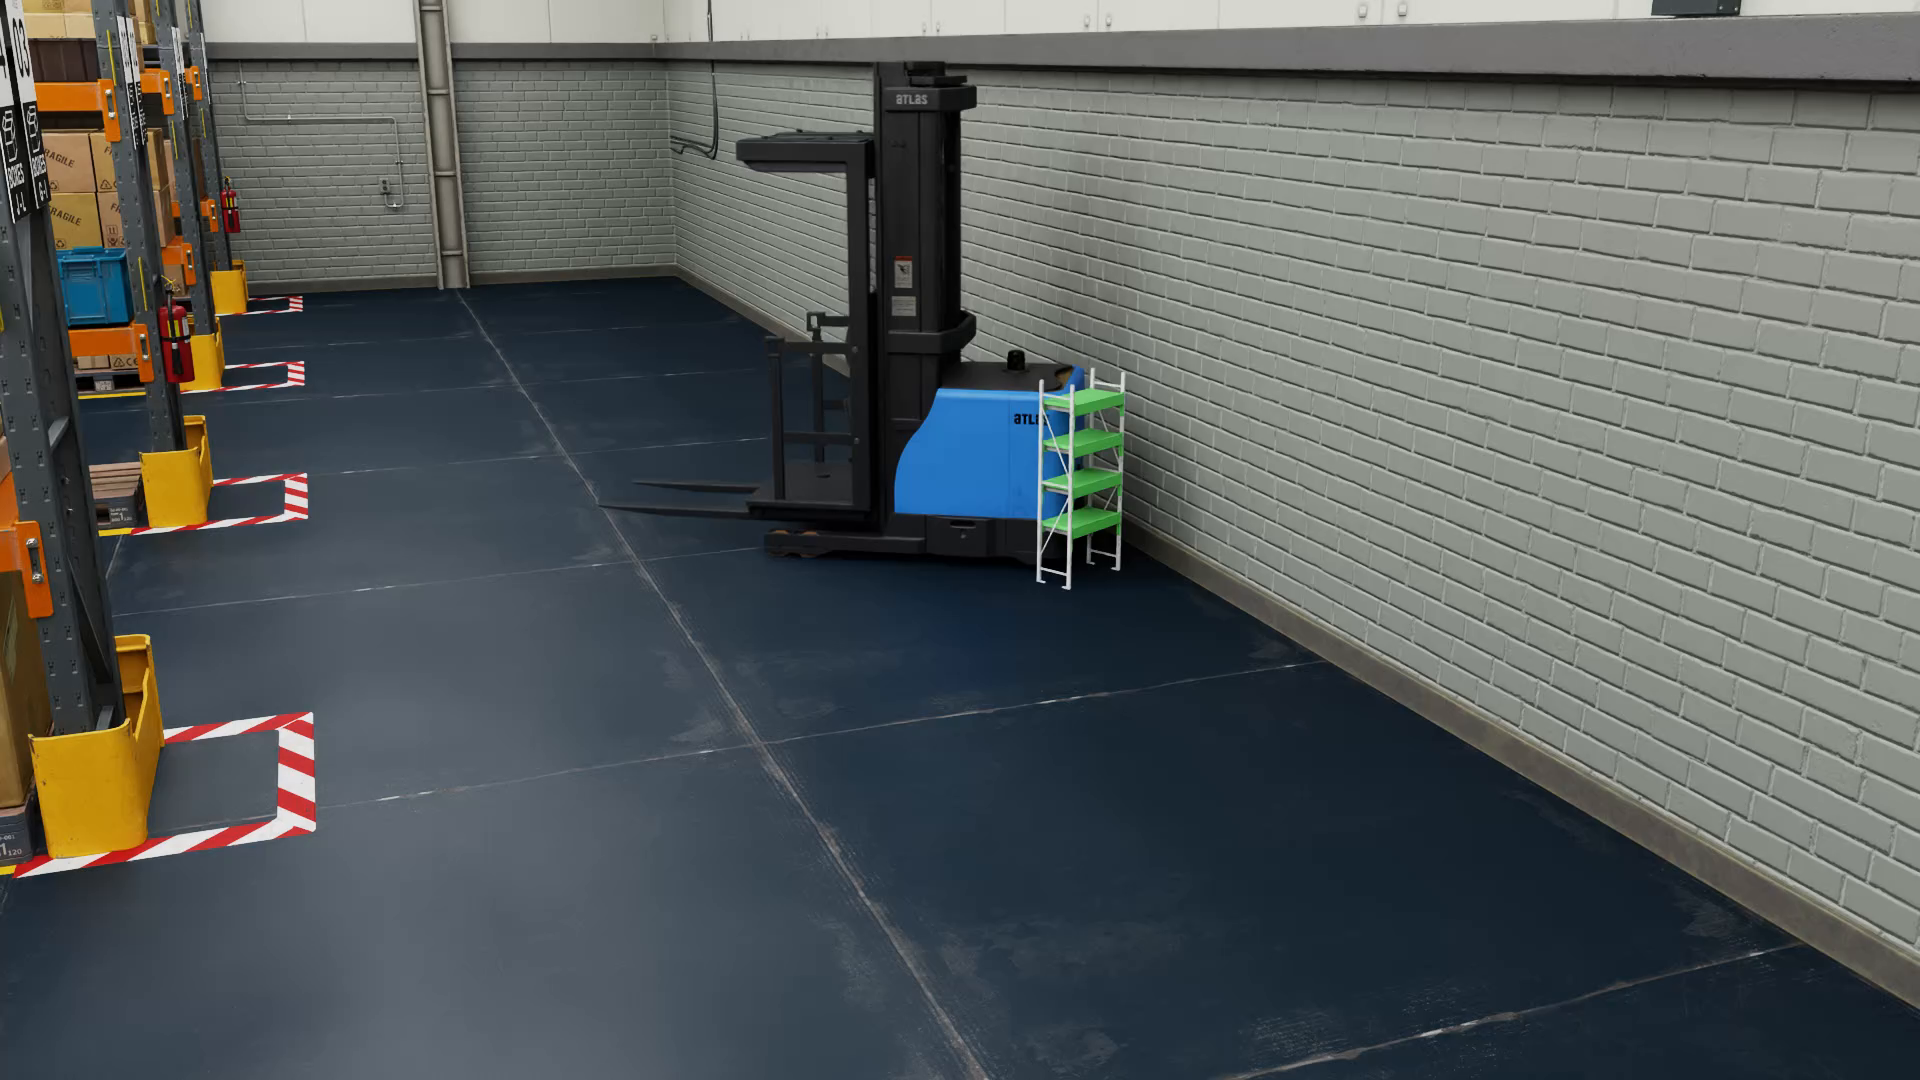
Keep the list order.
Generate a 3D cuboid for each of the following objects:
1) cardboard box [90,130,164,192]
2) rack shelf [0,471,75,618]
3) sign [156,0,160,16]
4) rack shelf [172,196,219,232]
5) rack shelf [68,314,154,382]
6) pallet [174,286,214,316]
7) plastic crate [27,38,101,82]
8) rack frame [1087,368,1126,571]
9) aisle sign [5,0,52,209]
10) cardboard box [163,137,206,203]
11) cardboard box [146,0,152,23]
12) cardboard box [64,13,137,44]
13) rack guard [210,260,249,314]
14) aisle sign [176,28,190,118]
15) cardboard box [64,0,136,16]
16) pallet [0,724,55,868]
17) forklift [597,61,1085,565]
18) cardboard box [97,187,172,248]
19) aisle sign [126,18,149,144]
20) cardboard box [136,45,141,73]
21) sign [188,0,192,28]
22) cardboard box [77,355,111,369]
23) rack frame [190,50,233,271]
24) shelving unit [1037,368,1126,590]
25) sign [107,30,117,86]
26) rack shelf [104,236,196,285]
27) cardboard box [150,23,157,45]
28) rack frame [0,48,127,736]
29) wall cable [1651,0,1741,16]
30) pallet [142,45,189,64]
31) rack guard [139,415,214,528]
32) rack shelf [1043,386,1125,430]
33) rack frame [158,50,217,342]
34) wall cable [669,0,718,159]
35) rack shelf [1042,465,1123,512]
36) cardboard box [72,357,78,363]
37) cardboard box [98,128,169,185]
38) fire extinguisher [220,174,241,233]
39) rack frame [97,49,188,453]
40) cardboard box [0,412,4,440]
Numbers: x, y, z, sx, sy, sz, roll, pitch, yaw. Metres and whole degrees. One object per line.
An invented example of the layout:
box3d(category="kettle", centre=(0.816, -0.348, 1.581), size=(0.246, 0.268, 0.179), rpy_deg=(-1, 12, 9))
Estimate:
box3d(category="cardboard box", centre=(-7.440, -3.389, 14.864), size=(0.500, 0.500, 0.500), rpy_deg=(-6, 18, -21))
box3d(category="rack shelf", centre=(-5.449, 0.175, 5.956), size=(4.000, 0.370, 1.077), rpy_deg=(-6, 17, -20))
box3d(category="sign", centre=(-6.943, -4.695, 14.367), size=(0.005, 0.325, 0.100), rpy_deg=(-6, 17, -20))
box3d(category="rack shelf", centre=(-10.767, -3.735, 19.270), size=(4.000, 0.370, 1.077), rpy_deg=(-6, 17, -20))
box3d(category="rack shelf", centre=(-7.222, -1.128, 10.394), size=(4.000, 0.370, 1.077), rpy_deg=(-6, 17, -20))
box3d(category="pallet", centre=(-9.618, -2.843, 19.904), size=(1.213, 0.211, 1.003), rpy_deg=(-6, 17, -20))
box3d(category="plastic crate", centre=(-5.813, -3.086, 10.692), size=(0.590, 0.269, 0.497), rpy_deg=(-6, 17, -20))
box3d(category="rack frame", centre=(0.866, -0.416, 9.885), size=(0.240, 1.200, 0.015), rpy_deg=(14, 21, 39))
box3d(category="aisle sign", centre=(-3.622, -1.706, 6.469), size=(0.004, 0.787, 0.394), rpy_deg=(-6, 17, -20))
box3d(category="cardboard box", centre=(-9.372, -4.372, 19.629), size=(0.700, 0.700, 0.980), rpy_deg=(-5, 17, -18))
box3d(category="cardboard box", centre=(-9.667, -6.248, 19.241), size=(0.500, 0.500, 0.500), rpy_deg=(-7, 18, -22))
box3d(category="cardboard box", centre=(-7.512, -4.467, 14.542), size=(0.500, 0.250, 0.500), rpy_deg=(-6, 17, -20))
box3d(category="rack guard", centre=(-8.877, -3.085, 20.216), size=(0.348, 0.500, 1.175), rpy_deg=(-6, 17, -20))
box3d(category="aisle sign", centre=(-7.165, -4.310, 15.339), size=(0.004, 0.787, 0.394), rpy_deg=(-6, 17, -20))
box3d(category="cardboard box", centre=(-7.597, -4.890, 14.650), size=(0.500, 0.500, 0.700), rpy_deg=(-6, 17, -20))
box3d(category="pallet", centre=(-4.301, 1.067, 6.590), size=(1.213, 0.211, 1.003), rpy_deg=(-6, 17, -20))
box3d(category="forklift", centre=(-0.757, -1.434, 10.281), size=(3.031, 2.935, 1.130), rpy_deg=(3, 17, 9))
box3d(category="cardboard box", centre=(-7.444, -2.910, 15.007), size=(0.500, 0.500, 0.500), rpy_deg=(-6, 17, -18))
box3d(category="aisle sign", centre=(-5.393, -3.008, 10.904), size=(0.004, 0.787, 0.394), rpy_deg=(-6, 17, -20))
box3d(category="cardboard box", centre=(-7.509, -4.225, 14.604), size=(0.500, 0.250, 0.500), rpy_deg=(-6, 17, -20))
box3d(category="sign", centre=(-8.718, -5.964, 18.828), size=(0.005, 0.325, 0.100), rpy_deg=(-6, 17, -20))
box3d(category="cardboard box", centre=(-7.953, -1.694, 15.290), size=(0.250, 0.166, 0.380), rpy_deg=(-6, 17, -20))
box3d(category="rack frame", centre=(-8.899, -4.282, 19.855), size=(0.127, 3.000, 1.000), rpy_deg=(-6, 17, -20))
box3d(category="shelving unit", centre=(0.706, -0.364, 9.708), size=(0.258, 1.200, 0.503), rpy_deg=(14, 21, 39))
box3d(category="sign", centre=(-5.142, -2.921, 10.084), size=(0.005, 0.325, 0.100), rpy_deg=(-6, 17, -20))
box3d(category="rack shelf", centre=(-8.991, -2.432, 14.833), size=(4.000, 0.370, 1.077), rpy_deg=(-6, 17, -20))
box3d(category="cardboard box", centre=(-9.669, -5.889, 19.350), size=(0.500, 0.250, 0.500), rpy_deg=(-5, 17, -17))
box3d(category="rack frame", centre=(-3.582, -0.372, 6.542), size=(0.127, 3.000, 1.000), rpy_deg=(-6, 17, -20))
box3d(category="wall cable", centre=(2.931, -4.457, 4.096), size=(0.120, 5.999, 2.277), rpy_deg=(-6, 17, -20))
box3d(category="pallet", centre=(-9.588, -5.601, 19.181), size=(1.213, 0.211, 1.003), rpy_deg=(-6, 17, -20))
box3d(category="rack guard", centre=(-5.336, -0.482, 11.351), size=(0.348, 0.500, 1.175), rpy_deg=(-6, 17, -20))
box3d(category="rack shelf", centre=(0.706, -0.763, 9.591), size=(0.258, 0.148, 0.480), rpy_deg=(14, 21, 39))
box3d(category="rack frame", centre=(-7.123, -2.979, 15.418), size=(0.127, 3.000, 1.000), rpy_deg=(-6, 17, -20))
box3d(category="wall cable", centre=(-3.490, -6.147, 21.069), size=(0.112, 2.526, 3.097), rpy_deg=(-6, 17, -20))
box3d(category="rack shelf", centre=(0.706, -0.303, 9.726), size=(0.258, 0.148, 0.480), rpy_deg=(14, 21, 39))
box3d(category="cardboard box", centre=(-8.199, -1.840, 15.640), size=(0.500, 0.250, 0.500), rpy_deg=(-6, 17, -20))
box3d(category="cardboard box", centre=(-7.632, -3.531, 15.347), size=(0.500, 0.500, 0.500), rpy_deg=(-6, 17, -18))
box3d(category="fire extinguisher", centre=(-8.593, -3.960, 19.557), size=(0.183, 0.674, 0.296), rpy_deg=(-6, 17, -20))
box3d(category="rack frame", centre=(-5.354, -1.675, 10.979), size=(0.127, 3.000, 1.000), rpy_deg=(-6, 17, -20))
box3d(category="cardboard box", centre=(-4.127, -0.465, 6.598), size=(0.500, 0.250, 0.500), rpy_deg=(-7, 18, -22))
